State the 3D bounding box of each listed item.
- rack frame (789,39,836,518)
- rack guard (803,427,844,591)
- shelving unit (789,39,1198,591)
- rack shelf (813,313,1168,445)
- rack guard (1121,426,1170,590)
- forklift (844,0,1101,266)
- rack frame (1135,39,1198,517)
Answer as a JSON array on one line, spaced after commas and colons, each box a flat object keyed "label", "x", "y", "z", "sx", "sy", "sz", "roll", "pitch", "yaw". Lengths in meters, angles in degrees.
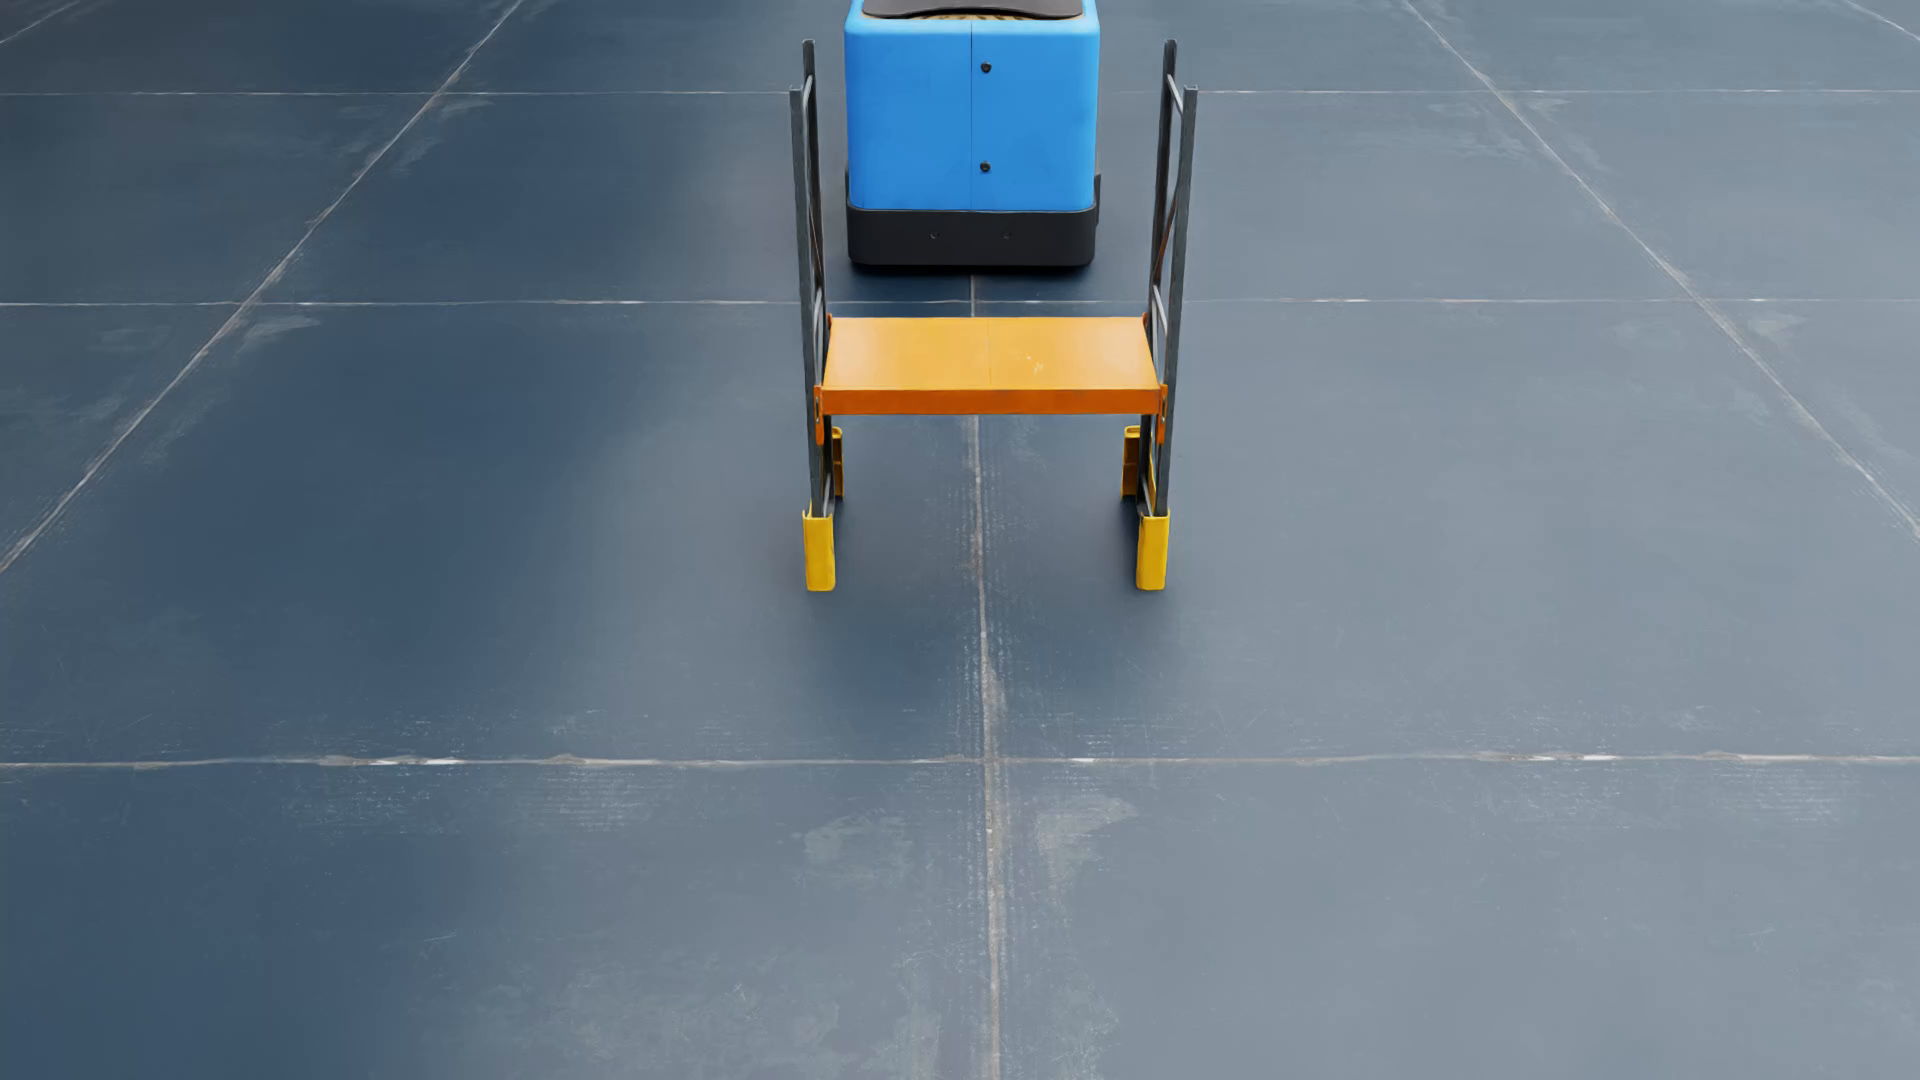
[{"label": "rack frame", "x": -0.423, "y": -0.640, "z": 4.859, "sx": 0.032, "sy": 1.500, "sz": 0.500, "roll": 0, "pitch": 31, "yaw": 0}, {"label": "rack guard", "x": -0.422, "y": -0.106, "z": 5.183, "sx": 0.087, "sy": 0.250, "sz": 0.587, "roll": 0, "pitch": 31, "yaw": 0}, {"label": "shelving unit", "x": 0.076, "y": -0.641, "z": 4.861, "sx": 1.083, "sy": 1.500, "sz": 0.587, "roll": 0, "pitch": 31, "yaw": 0}, {"label": "rack shelf", "x": 0.085, "y": -0.488, "z": 4.955, "sx": 1.000, "sy": 0.185, "sz": 0.538, "roll": 0, "pitch": 31, "yaw": 0}, {"label": "rack guard", "x": 0.574, "y": -0.109, "z": 5.188, "sx": 0.087, "sy": 0.250, "sz": 0.587, "roll": 0, "pitch": 31, "yaw": 0}, {"label": "forklift", "x": 0.078, "y": -3.136, "z": 7.593, "sx": 1.130, "sy": 2.935, "sz": 3.031, "roll": 1, "pitch": 31, "yaw": 1}, {"label": "rack frame", "x": 0.594, "y": -0.643, "z": 4.864, "sx": 0.032, "sy": 1.500, "sz": 0.500, "roll": 0, "pitch": 31, "yaw": 0}]
